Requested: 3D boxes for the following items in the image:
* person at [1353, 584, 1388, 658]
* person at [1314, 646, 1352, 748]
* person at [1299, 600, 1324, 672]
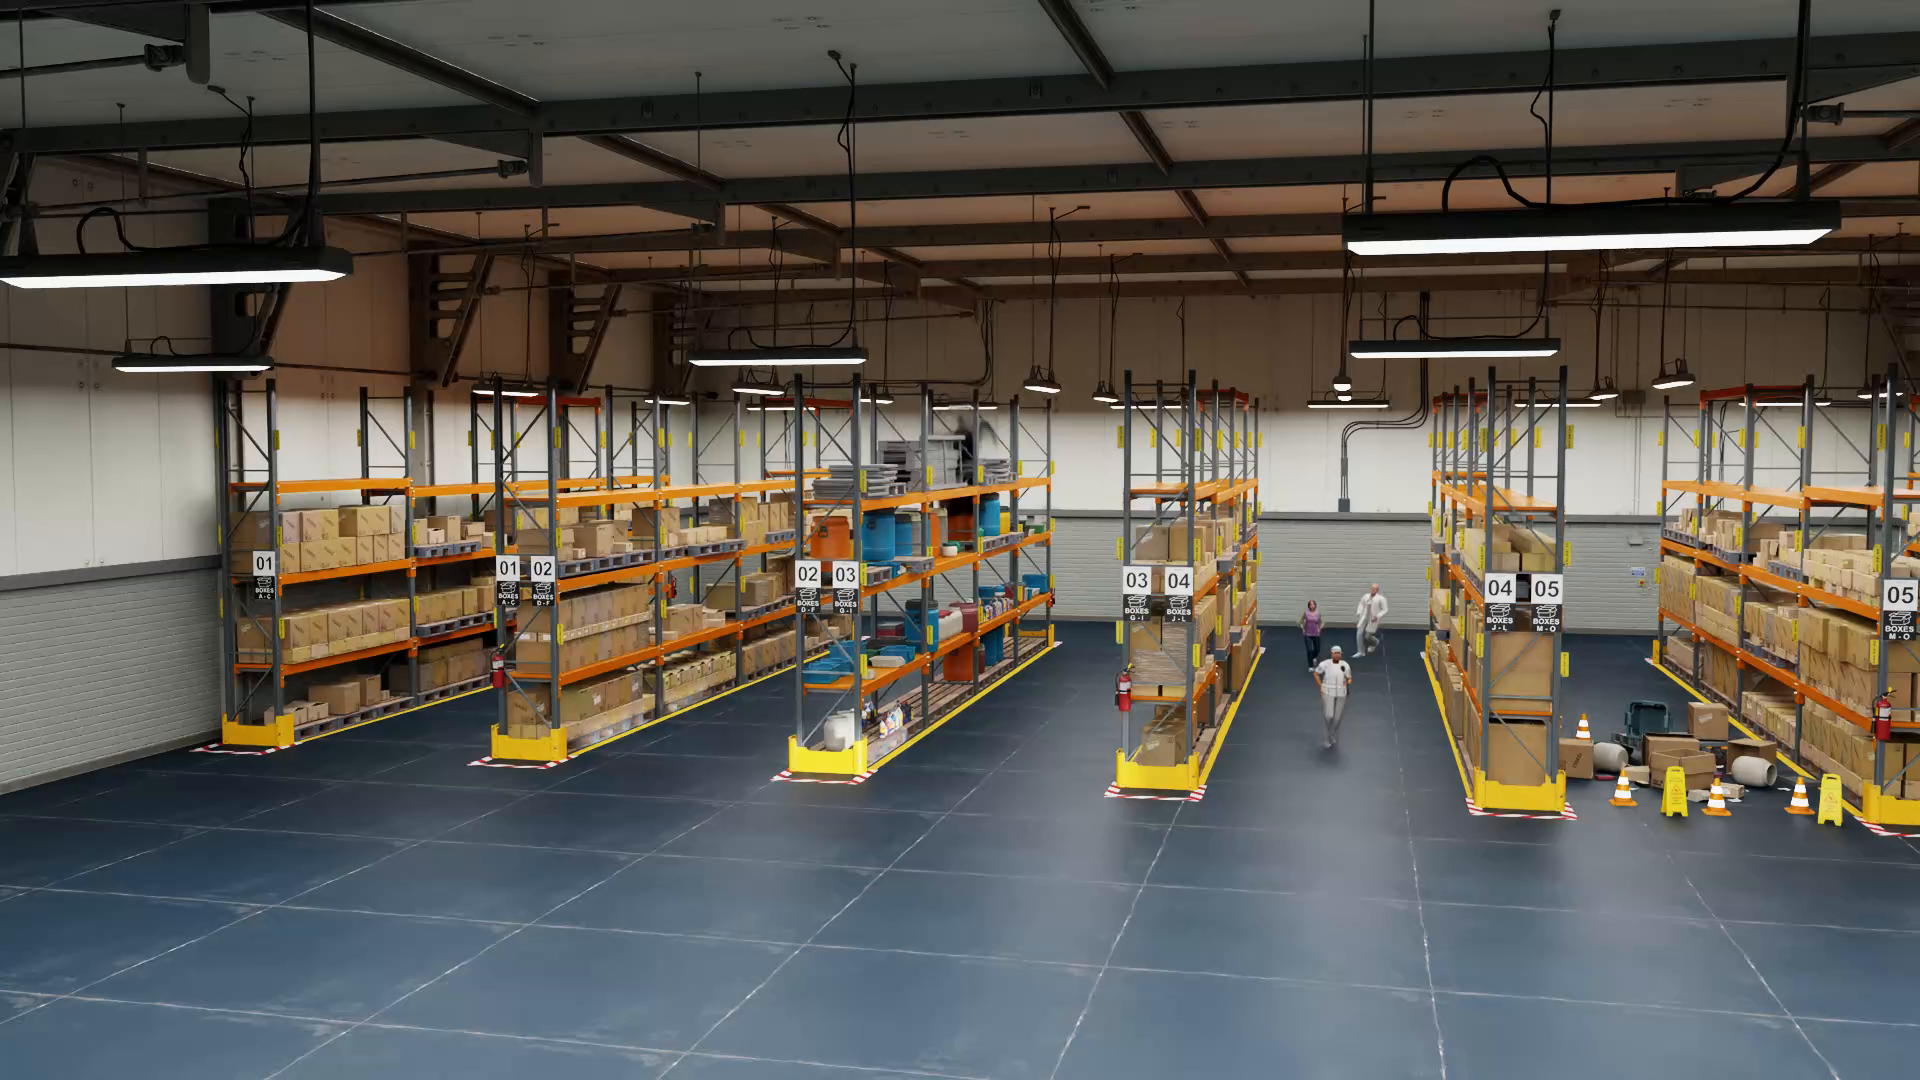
[{"bbox_3d":[9.484,1.858,38.281,0.750,1.716,0.714,3,5,44],"label":"person"},{"bbox_3d":[6.097,2.566,27.086,0.579,1.677,0.675,0,3,-1],"label":"person"},{"bbox_3d":[7.603,2.076,35.996,0.539,1.531,0.622,0,3,7],"label":"person"}]
